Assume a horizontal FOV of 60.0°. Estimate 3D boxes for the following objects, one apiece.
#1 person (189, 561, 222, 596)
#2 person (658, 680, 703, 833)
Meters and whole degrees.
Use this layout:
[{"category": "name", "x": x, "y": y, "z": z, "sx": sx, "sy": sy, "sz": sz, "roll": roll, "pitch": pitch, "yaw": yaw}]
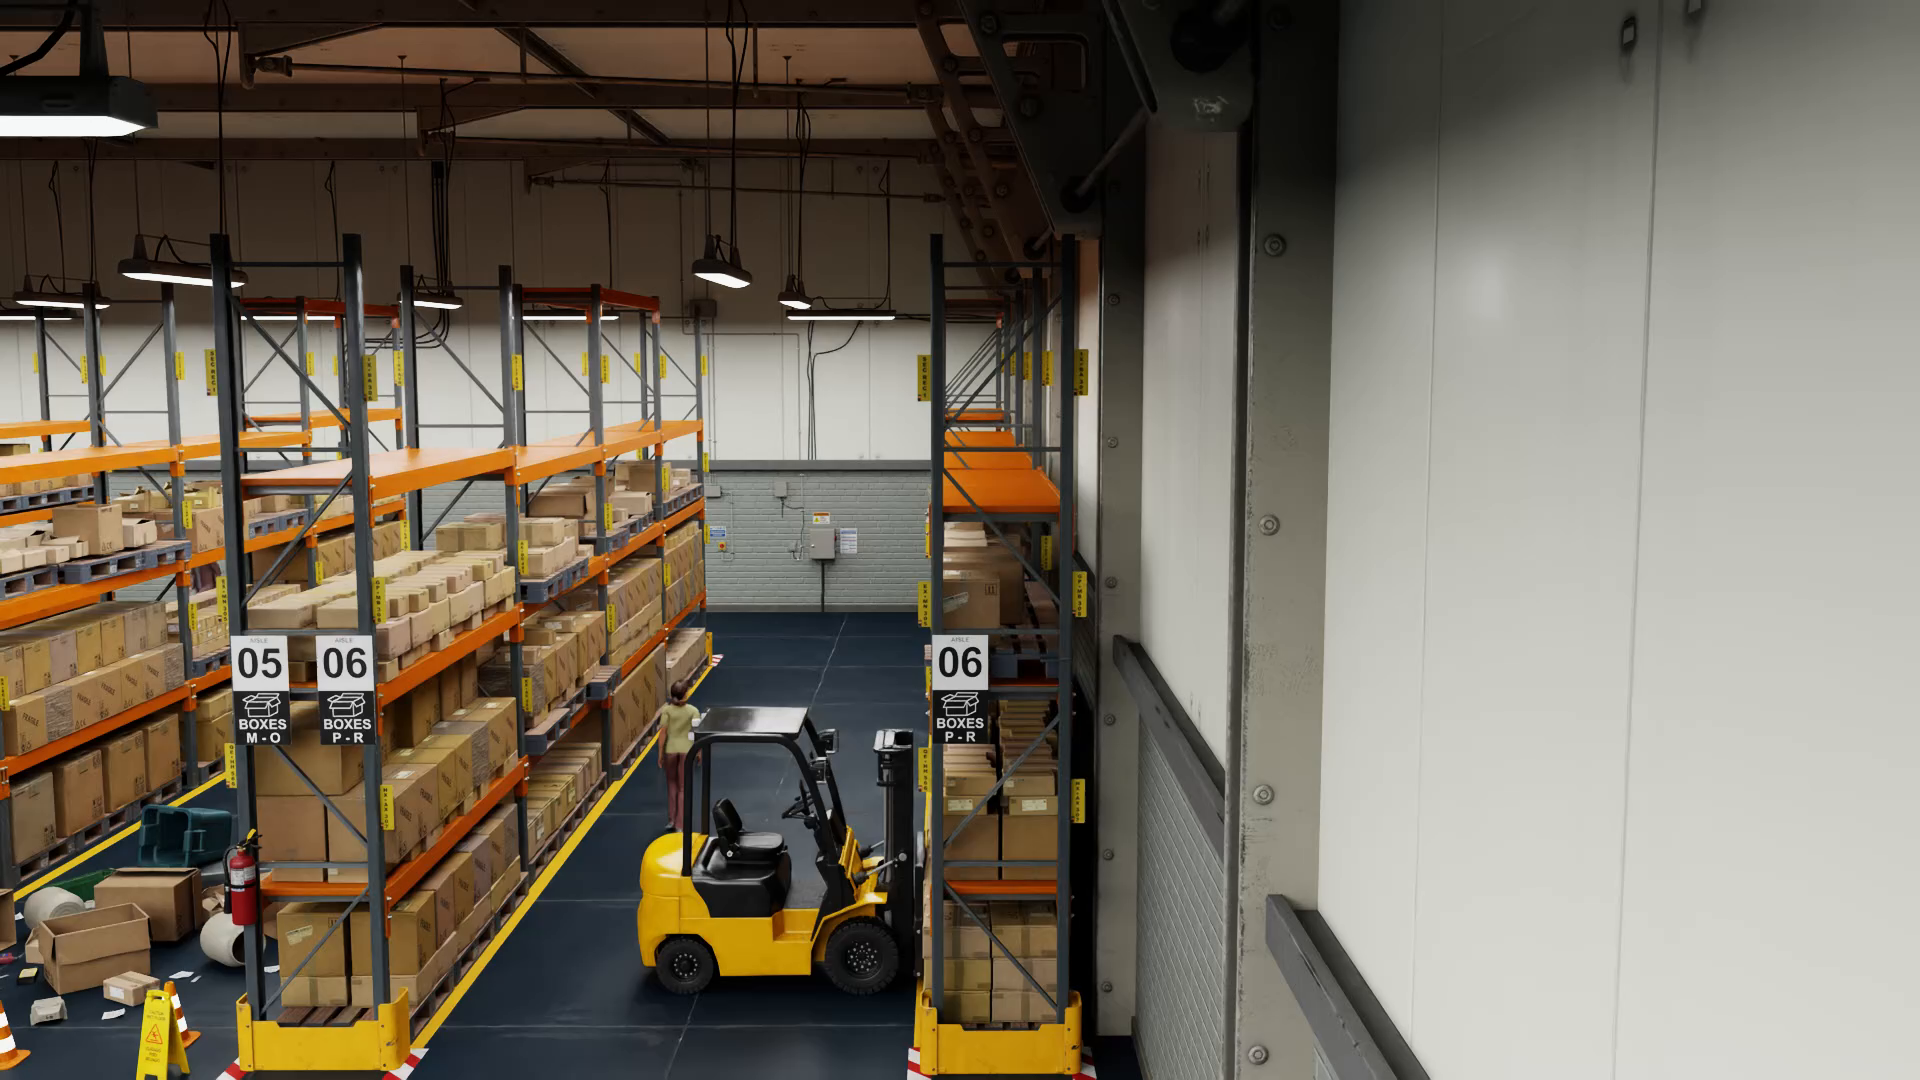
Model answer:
[{"category": "person", "x": -14.056, "y": 0.887, "z": 30.829, "sx": 0.575, "sy": 1.723, "sz": 1.073, "roll": 4, "pitch": 7, "yaw": 30}, {"category": "person", "x": -3.028, "y": 2.376, "z": 18.047, "sx": 0.480, "sy": 1.717, "sz": 0.593, "roll": 0, "pitch": 6, "yaw": -4}]
